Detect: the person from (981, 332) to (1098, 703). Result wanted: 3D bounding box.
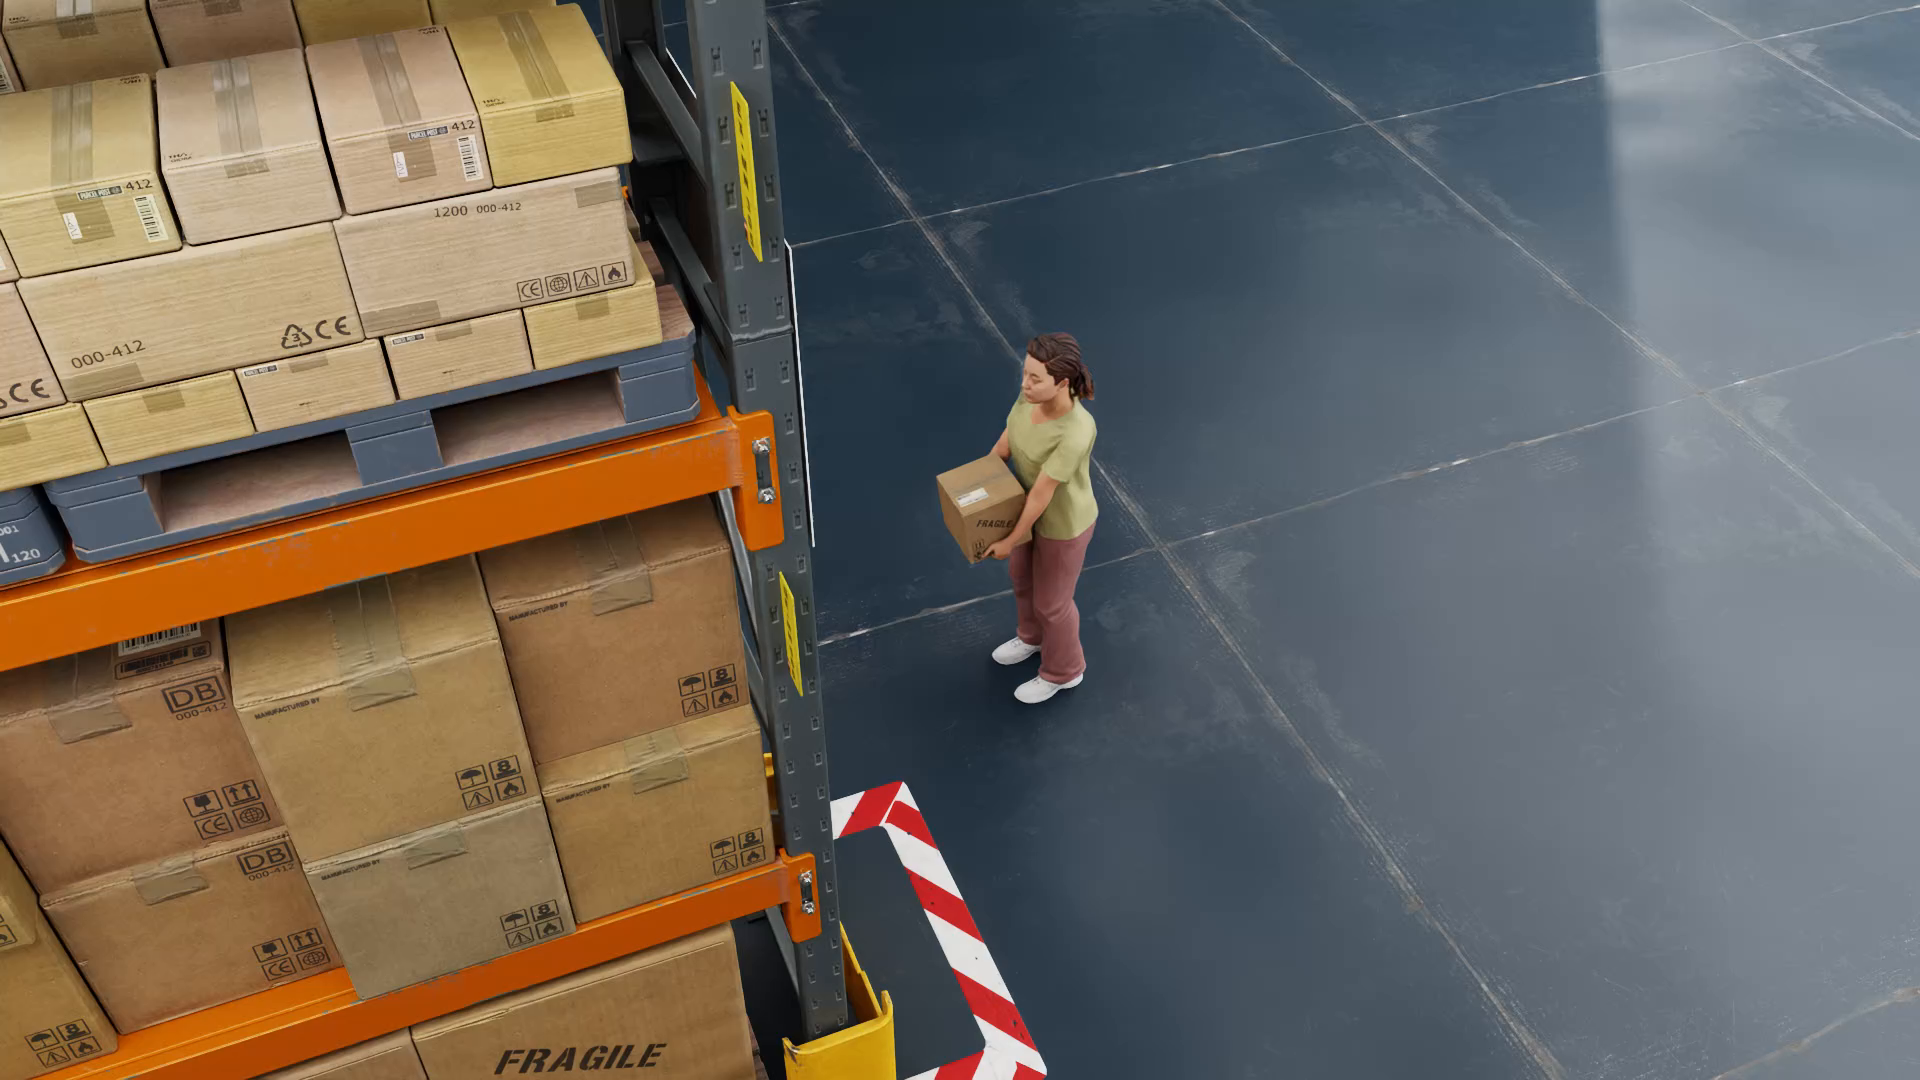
[{"bbox_3d":[0.258,-0.059,6.237,0.501,1.667,0.408,-16,44,-17],"label":"person"}]
